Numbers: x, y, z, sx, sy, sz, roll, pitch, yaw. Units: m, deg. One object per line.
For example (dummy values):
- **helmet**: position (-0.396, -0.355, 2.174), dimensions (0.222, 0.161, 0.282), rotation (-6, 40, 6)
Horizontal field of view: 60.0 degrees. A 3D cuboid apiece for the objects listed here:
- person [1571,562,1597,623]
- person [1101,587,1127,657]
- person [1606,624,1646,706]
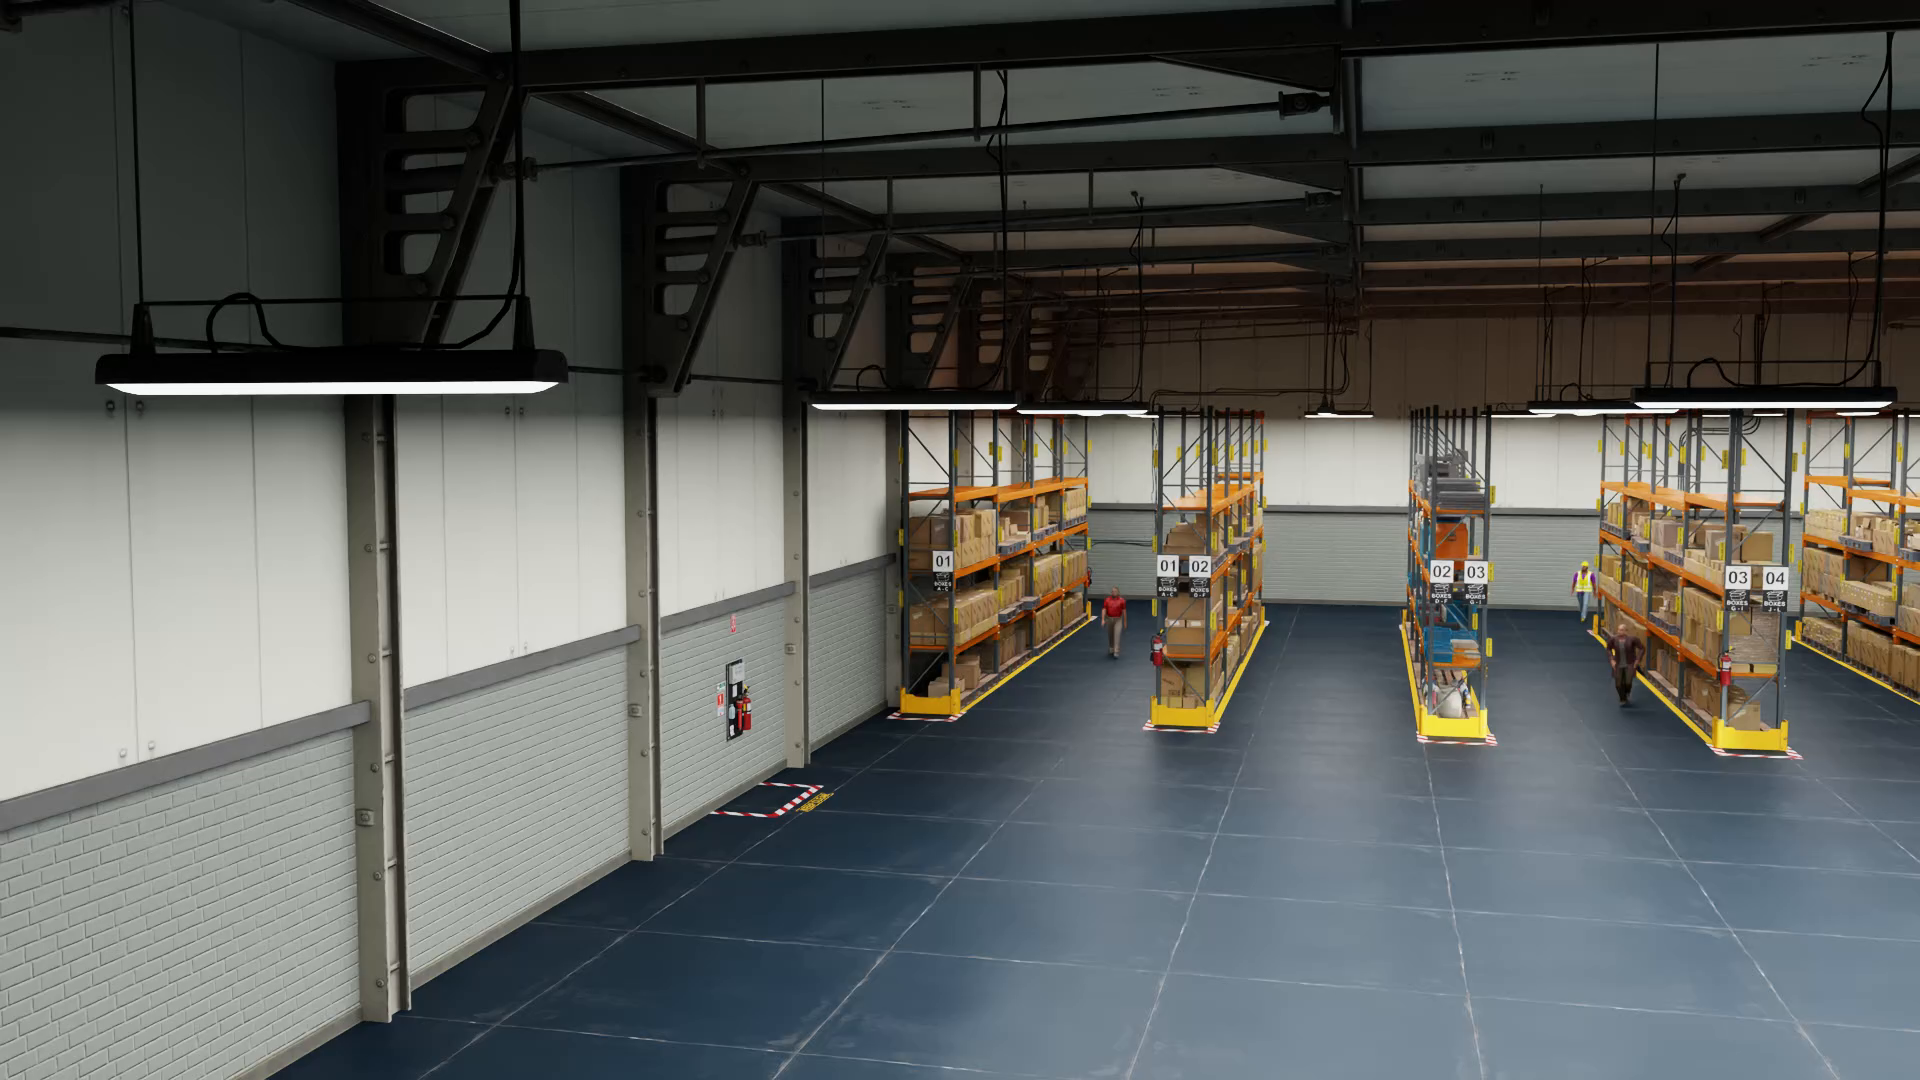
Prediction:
- **person**: position (17.751, 1.468, 47.333), dimensions (0.641, 1.714, 1.091), rotation (3, 5, 33)
- **person**: position (3.744, 1.979, 40.428), dimensions (0.598, 1.663, 1.077), rotation (1, 4, 10)
- **person**: position (13.320, 2.512, 33.282), dimensions (0.750, 1.667, 0.631), rotation (2, 5, 25)
